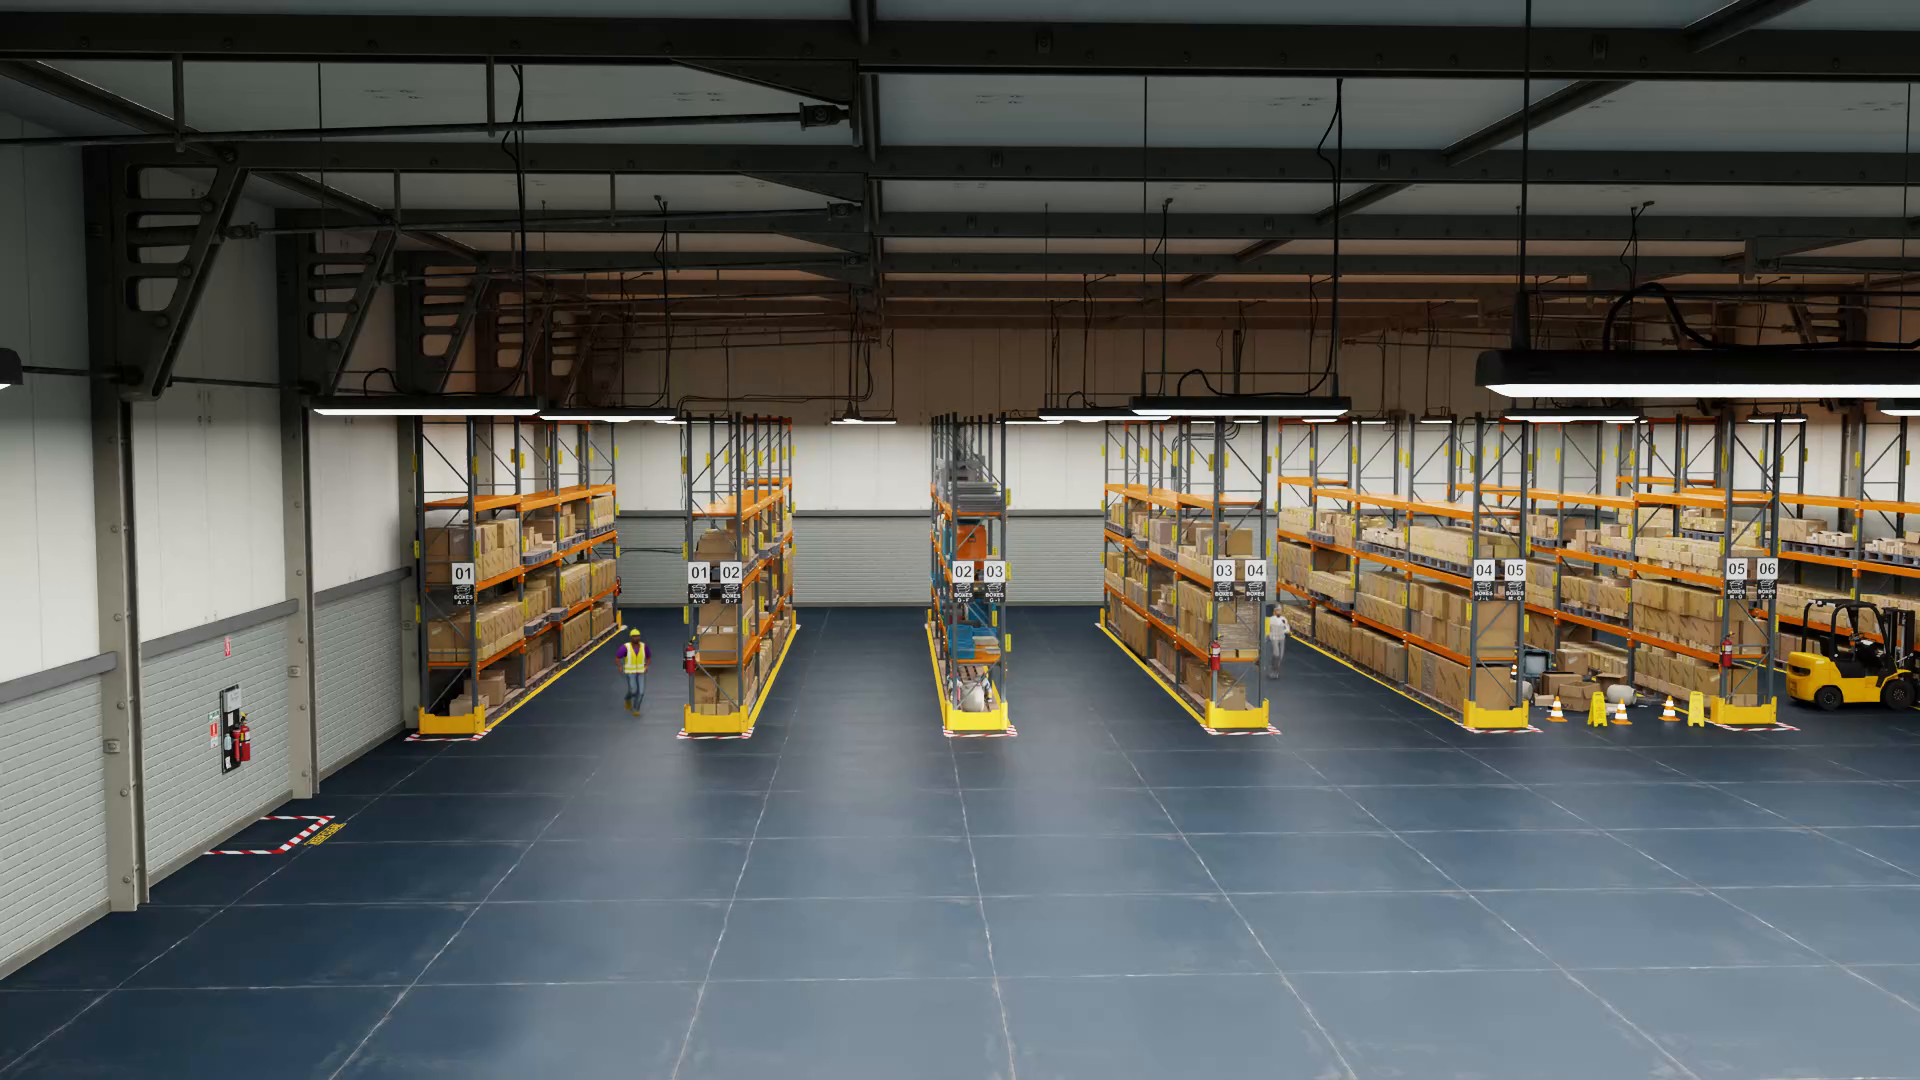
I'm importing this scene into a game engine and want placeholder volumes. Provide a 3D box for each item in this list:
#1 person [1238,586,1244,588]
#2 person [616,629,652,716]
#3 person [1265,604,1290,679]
[{"bbox_3d":[7.805,1.663,47.873,0.549,1.584,0.656,-4,5,-45],"label":"person"},{"bbox_3d":[-6.422,2.628,32.894,0.694,1.719,0.584,-2,4,-25],"label":"person"},{"bbox_3d":[7.229,2.303,37.850,0.584,1.694,0.654,-1,4,-10],"label":"person"}]
